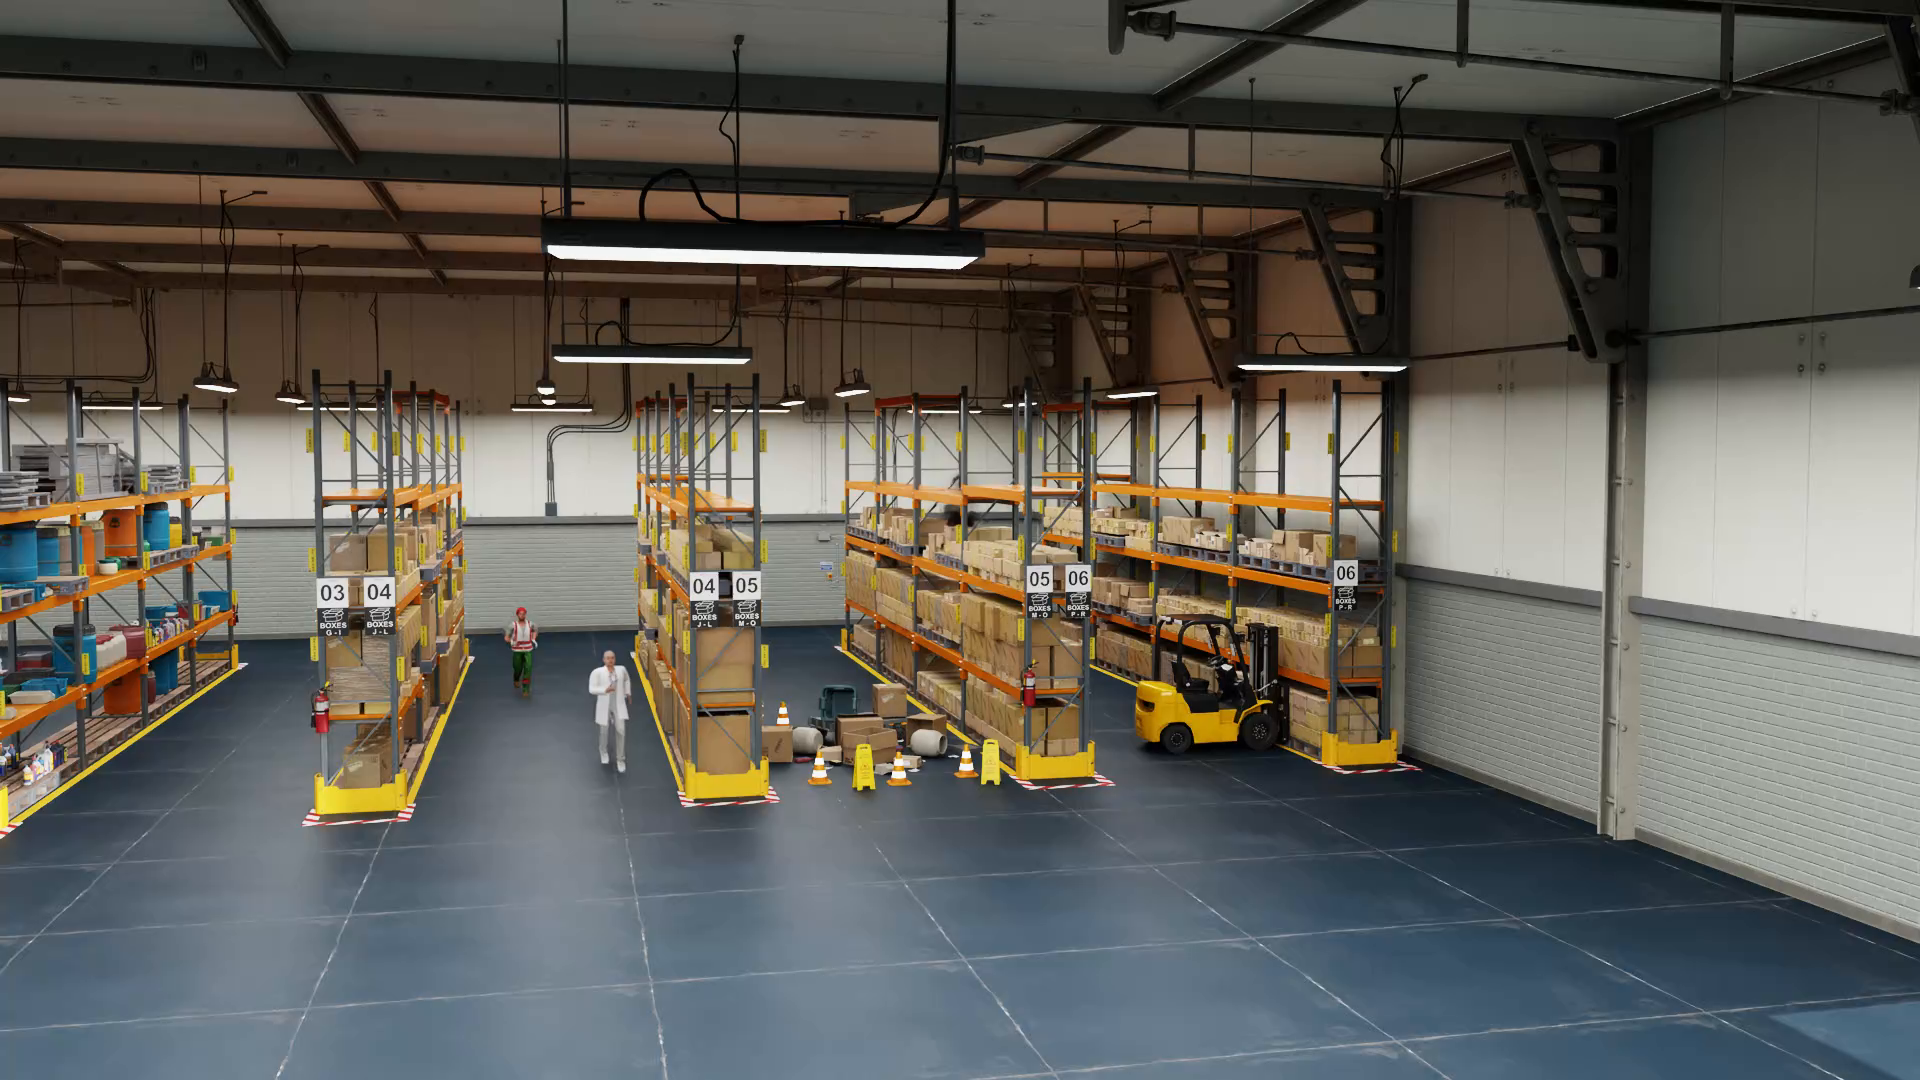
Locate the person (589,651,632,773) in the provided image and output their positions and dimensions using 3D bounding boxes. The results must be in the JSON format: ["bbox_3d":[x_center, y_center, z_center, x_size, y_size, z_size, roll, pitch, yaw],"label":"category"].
[{"bbox_3d":[-5.390,2.616,25.656,0.678,1.829,0.924,-1,4,-21],"label":"person"}]

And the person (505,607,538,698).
[{"bbox_3d":[-8.666,2.207,32.916,0.656,1.778,0.940,-2,4,-25],"label":"person"}]
